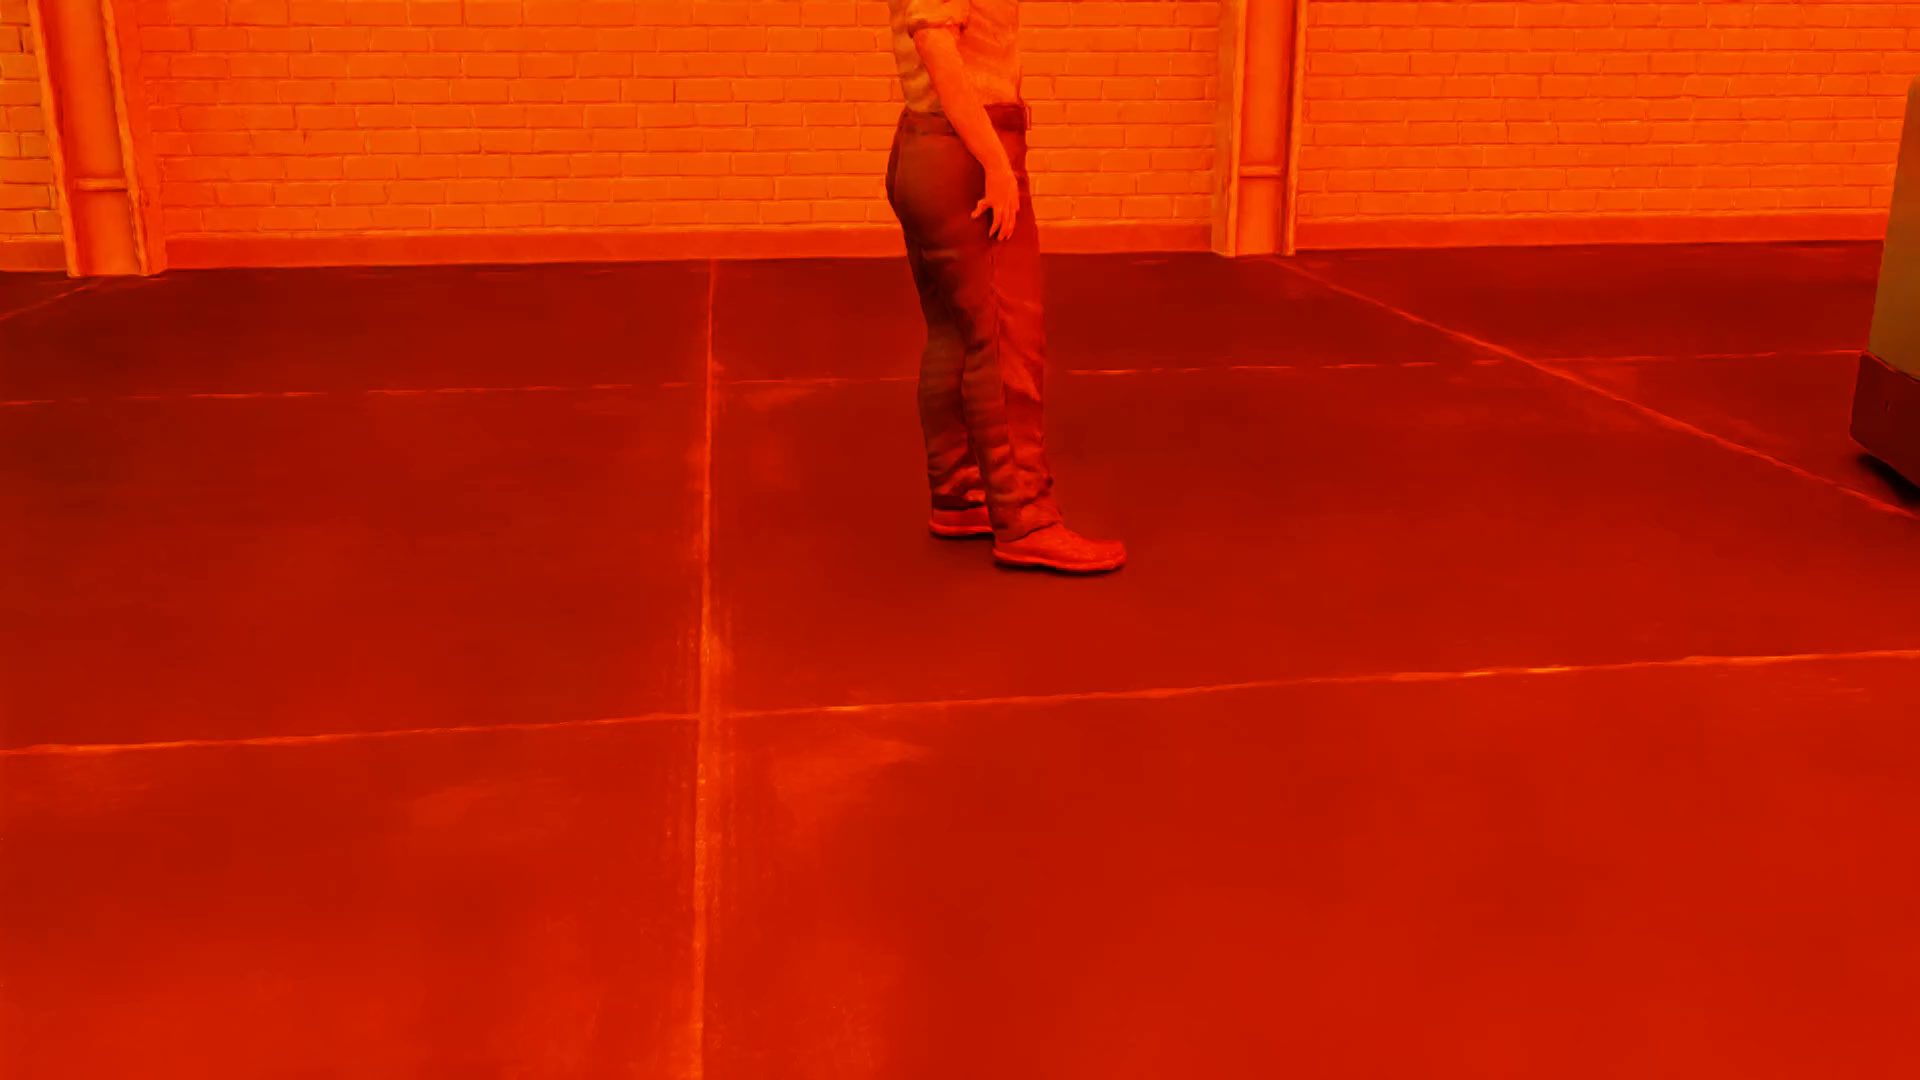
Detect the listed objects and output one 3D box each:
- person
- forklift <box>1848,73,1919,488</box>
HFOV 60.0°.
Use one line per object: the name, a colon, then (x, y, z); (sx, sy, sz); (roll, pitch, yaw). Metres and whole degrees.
person: (0.092, -0.788, 3.718); (0.502, 1.640, 0.599); (-2, 17, -8)
forklift: (3.907, -1.420, 3.600); (3.031, 2.935, 1.130); (4, 17, 11)
